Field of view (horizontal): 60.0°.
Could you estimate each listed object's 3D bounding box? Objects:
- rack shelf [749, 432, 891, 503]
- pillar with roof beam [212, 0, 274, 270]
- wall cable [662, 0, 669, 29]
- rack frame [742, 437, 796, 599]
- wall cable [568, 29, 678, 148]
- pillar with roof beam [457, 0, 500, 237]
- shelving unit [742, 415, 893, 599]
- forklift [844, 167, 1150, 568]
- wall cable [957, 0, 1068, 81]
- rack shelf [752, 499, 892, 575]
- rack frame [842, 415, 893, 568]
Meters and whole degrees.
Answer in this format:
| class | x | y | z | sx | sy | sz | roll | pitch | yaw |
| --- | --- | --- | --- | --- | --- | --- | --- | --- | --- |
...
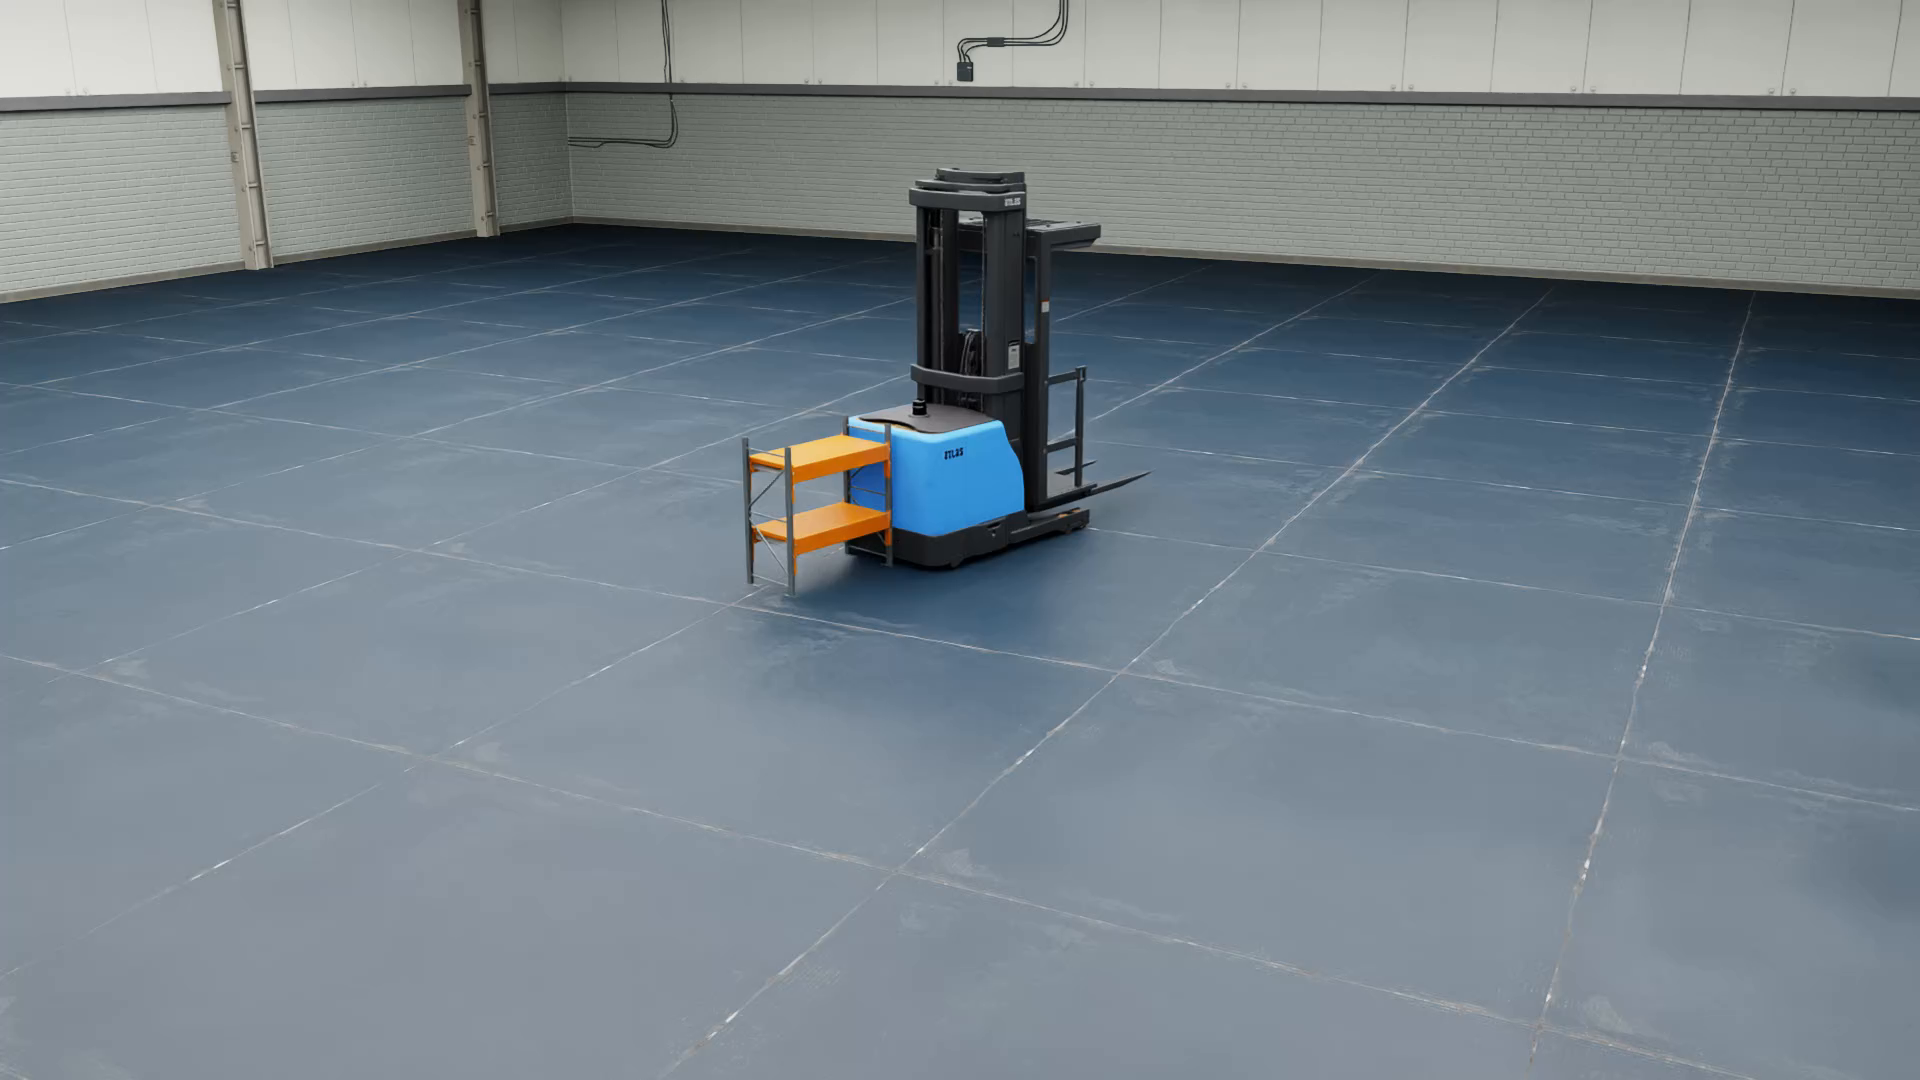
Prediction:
| class | x | y | z | sx | sy | sz | roll | pitch | yaw |
| --- | --- | --- | --- | --- | --- | --- | --- | --- | --- |
| rack shelf | -1.052 | -0.551 | 12.374 | 0.538 | 0.278 | 1.000 | 14 | 22 | 40 |
| pillar with roof beam | -8.827 | -8.684 | 26.957 | 9.100 | 9.000 | 0.400 | 8 | 18 | 25 |
| wall cable | -5.078 | -11.930 | 34.471 | 3.097 | 2.526 | 0.112 | 8 | 18 | 25 |
| rack frame | -1.391 | -0.162 | 12.095 | 0.500 | 1.125 | 0.032 | 14 | 22 | 40 |
| wall cable | -7.498 | -9.854 | 36.349 | 3.097 | 2.526 | 0.112 | 8 | 18 | 25 |
| pillar with roof beam | -6.146 | -10.212 | 32.102 | 9.100 | 9.000 | 0.400 | 8 | 18 | 25 |
| shelving unit | -1.052 | -0.270 | 12.458 | 0.538 | 1.125 | 1.048 | 14 | 22 | 40 |
| forklift | 0.433 | -1.542 | 13.568 | 1.130 | 2.935 | 3.031 | 14 | 22 | 40 |
| wall cable | 0.988 | -11.761 | 31.342 | 2.305 | 6.003 | 0.169 | 8 | 18 | 25 |
| rack shelf | -1.052 | -0.036 | 12.527 | 0.538 | 0.278 | 1.000 | 14 | 22 | 40 |
| rack frame | -0.712 | -0.378 | 12.820 | 0.500 | 1.125 | 0.032 | 14 | 22 | 40 |
